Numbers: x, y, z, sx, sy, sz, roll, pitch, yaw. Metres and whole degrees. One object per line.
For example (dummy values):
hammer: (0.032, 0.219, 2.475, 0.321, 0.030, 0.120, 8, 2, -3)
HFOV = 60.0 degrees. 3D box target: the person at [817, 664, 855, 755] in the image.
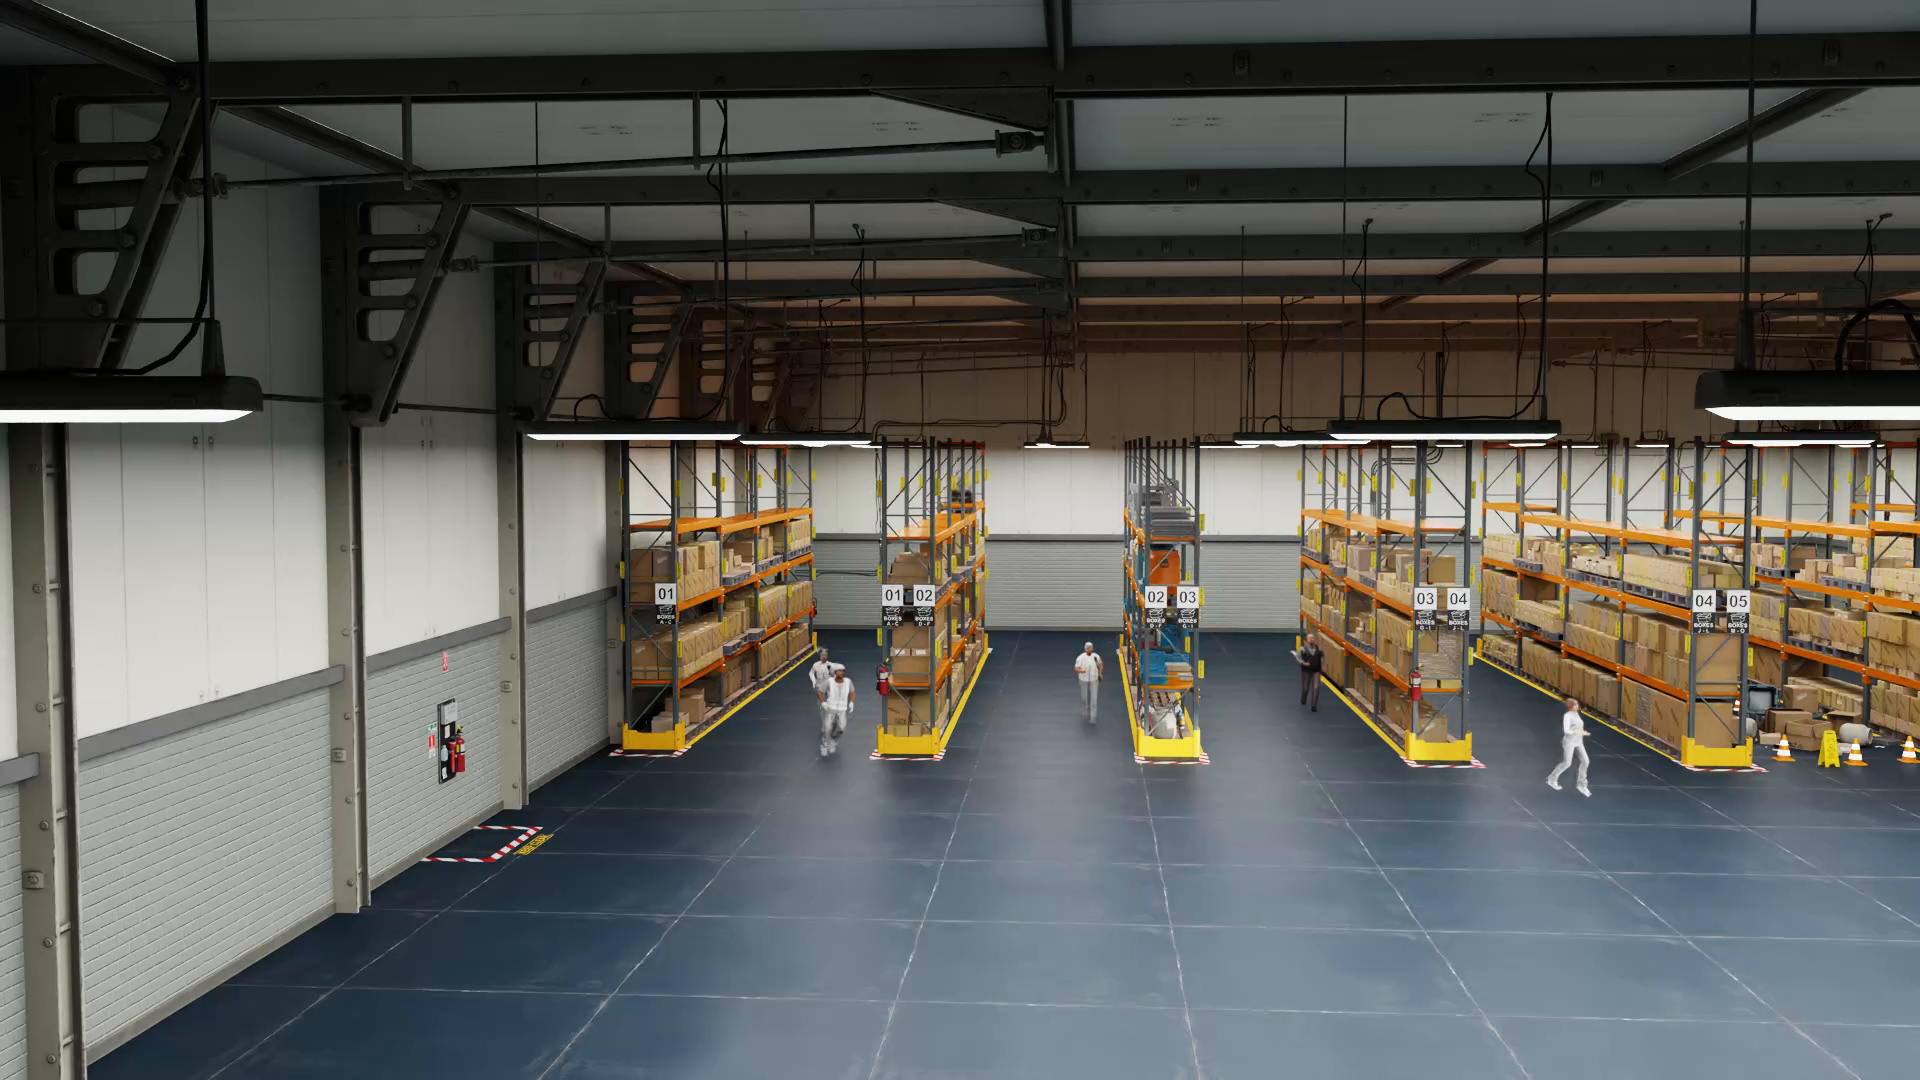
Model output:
person: (-2.302, 3.188, 31.217, 0.747, 1.725, 0.547, -1, 3, -14)

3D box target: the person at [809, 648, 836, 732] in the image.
person: (-2.808, 3.066, 34.303, 0.618, 1.687, 0.781, 0, 3, -3)

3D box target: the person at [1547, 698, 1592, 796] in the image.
person: (10.186, 3.448, 27.768, 0.544, 1.623, 0.724, -3, 4, -42)

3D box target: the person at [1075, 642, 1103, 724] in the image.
person: (2.735, 2.991, 35.204, 0.606, 1.662, 0.943, 0, 3, 1)

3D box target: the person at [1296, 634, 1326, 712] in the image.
person: (7.754, 2.917, 36.703, 0.669, 1.688, 0.789, 0, 3, 2)
